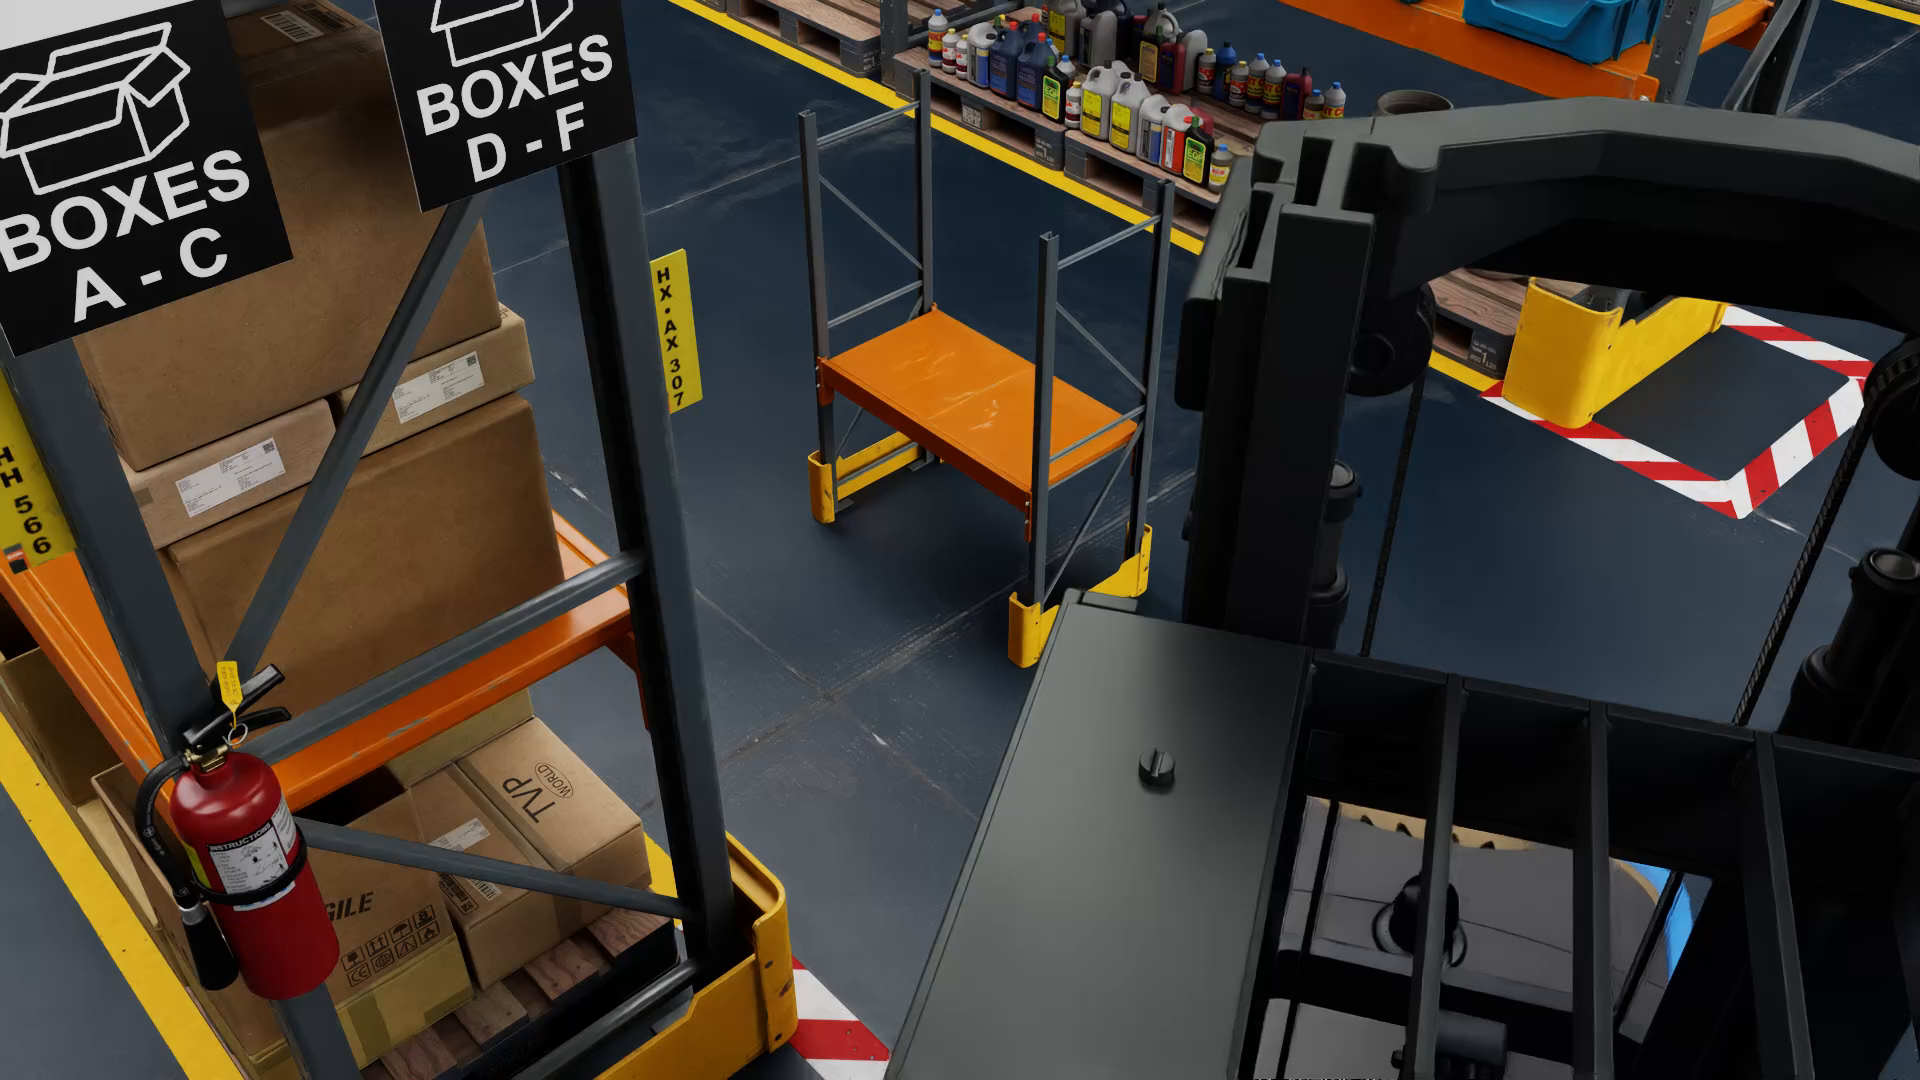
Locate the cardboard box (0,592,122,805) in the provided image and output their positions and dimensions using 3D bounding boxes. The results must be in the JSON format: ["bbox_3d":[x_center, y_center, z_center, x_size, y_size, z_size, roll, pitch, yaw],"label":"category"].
[{"bbox_3d":[-2.216,0.258,4.300,0.500,0.500,0.500,-30,48,-32],"label":"cardboard box"}]

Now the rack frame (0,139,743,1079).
[{"bbox_3d":[-0.947,0.222,3.088,1.000,3.000,0.127,-30,48,-32],"label":"rack frame"}]

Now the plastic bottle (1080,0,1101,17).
[{"bbox_3d":[0.646,-2.698,8.461,0.144,0.351,0.185,-31,48,-33],"label":"plastic bottle"}]

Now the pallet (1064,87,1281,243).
[{"bbox_3d":[1.251,-1.754,7.754,1.003,0.211,1.213,-30,48,-32],"label":"pallet"}]

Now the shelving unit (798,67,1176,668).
[{"bbox_3d":[0.052,-0.548,5.235,0.587,1.500,1.083,-30,48,-32],"label":"shelving unit"}]

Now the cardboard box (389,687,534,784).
[{"bbox_3d":[-1.486,0.263,4.294,0.500,0.500,0.500,-30,48,-32],"label":"cardboard box"}]

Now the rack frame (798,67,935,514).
[{"bbox_3d":[-0.286,-0.779,5.521,0.500,1.500,0.032,-30,48,-32],"label":"rack frame"}]

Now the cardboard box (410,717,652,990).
[{"bbox_3d":[-1.146,0.786,4.244,0.500,0.250,0.500,-30,48,-32],"label":"cardboard box"}]

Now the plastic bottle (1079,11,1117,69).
[{"bbox_3d":[0.684,-2.505,8.282,0.152,0.276,0.135,-30,48,-32],"label":"plastic bottle"}]

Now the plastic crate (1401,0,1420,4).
[{"bbox_3d":[1.710,-2.231,6.243,0.499,0.251,0.408,-30,48,-32],"label":"plastic crate"}]

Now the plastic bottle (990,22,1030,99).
[{"bbox_3d":[0.239,-2.323,7.997,0.144,0.351,0.185,-29,47,-31],"label":"plastic bottle"}]

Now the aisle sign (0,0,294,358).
[{"bbox_3d":[-1.119,-0.634,2.079,0.394,0.787,0.004,-30,48,-32],"label":"aisle sign"}]

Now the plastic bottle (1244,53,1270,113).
[{"bbox_3d":[1.408,-2.167,7.868,0.097,0.271,0.097,0,39,0],"label":"plastic bottle"}]

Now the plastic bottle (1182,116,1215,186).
[{"bbox_3d":[1.046,-1.706,7.286,0.061,0.283,0.133,-29,47,-31],"label":"plastic bottle"}]

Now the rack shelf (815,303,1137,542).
[{"bbox_3d":[0.058,-0.404,5.343,0.538,0.185,1.000,-30,48,-32],"label":"rack shelf"}]

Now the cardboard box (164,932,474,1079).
[{"bbox_3d":[-1.528,1.006,3.972,0.500,0.250,0.500,-30,48,-32],"label":"cardboard box"}]

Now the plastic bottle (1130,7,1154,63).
[{"bbox_3d":[0.917,-2.525,8.301,0.061,0.283,0.133,-27,46,-29],"label":"plastic bottle"}]

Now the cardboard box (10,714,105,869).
[{"bbox_3d":[-2.214,0.549,4.537,0.500,0.250,0.500,-30,48,-32],"label":"cardboard box"}]

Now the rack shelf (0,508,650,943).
[{"bbox_3d":[-2.300,-0.424,4.460,1.077,0.370,4.000,-30,48,-32],"label":"rack shelf"}]

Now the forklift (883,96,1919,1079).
[{"bbox_3d":[0.545,1.125,2.024,1.130,2.935,3.031,10,40,12],"label":"forklift"}]

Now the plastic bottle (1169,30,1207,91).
[{"bbox_3d":[1.102,-2.353,8.094,0.152,0.276,0.135,-29,47,-31],"label":"plastic bottle"}]

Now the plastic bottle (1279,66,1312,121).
[{"bbox_3d":[1.568,-2.080,7.749,0.061,0.283,0.133,-29,47,-31],"label":"plastic bottle"}]

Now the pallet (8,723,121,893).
[{"bbox_3d":[-2.316,0.406,5.079,1.003,0.211,1.213,-30,48,-32],"label":"pallet"}]

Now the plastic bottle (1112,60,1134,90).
[{"bbox_3d":[0.746,-2.085,7.761,0.152,0.276,0.135,-30,48,-32],"label":"plastic bottle"}]

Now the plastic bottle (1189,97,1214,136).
[{"bbox_3d":[1.067,-1.833,7.444,0.061,0.283,0.133,-30,48,-32],"label":"plastic bottle"}]

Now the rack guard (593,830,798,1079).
[{"bbox_3d":[-0.931,1.206,3.859,1.175,0.500,0.348,-30,48,-32],"label":"rack guard"}]

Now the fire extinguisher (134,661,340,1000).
[{"bbox_3d":[-1.209,0.504,2.800,0.296,0.674,0.183,-30,48,-32],"label":"fire extinguisher"}]

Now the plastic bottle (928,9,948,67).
[{"bbox_3d":[-0.109,-2.508,8.290,0.097,0.271,0.097,0,39,0],"label":"plastic bottle"}]

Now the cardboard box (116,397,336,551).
[{"bbox_3d":[-1.346,-0.165,2.971,0.380,0.149,0.250,-31,48,-32],"label":"cardboard box"}]

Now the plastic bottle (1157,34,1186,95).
[{"bbox_3d":[1.024,-2.311,8.035,0.061,0.283,0.133,-30,48,-32],"label":"plastic bottle"}]

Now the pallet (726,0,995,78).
[{"bbox_3d":[-0.561,-2.995,9.290,1.003,0.211,1.213,-30,48,-32],"label":"pallet"}]

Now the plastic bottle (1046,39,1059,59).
[{"bbox_3d":[0.426,-2.276,8.003,0.097,0.271,0.097,0,39,0],"label":"plastic bottle"}]

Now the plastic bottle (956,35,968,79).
[{"bbox_3d":[0.029,-2.387,8.195,0.097,0.201,0.097,0,39,0],"label":"plastic bottle"}]

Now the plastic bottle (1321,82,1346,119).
[{"bbox_3d":[1.707,-1.963,7.614,0.097,0.271,0.097,0,39,0],"label":"plastic bottle"}]

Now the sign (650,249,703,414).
[{"bbox_3d":[-0.534,-0.379,3.080,0.100,0.325,0.005,-30,48,-32],"label":"sign"}]

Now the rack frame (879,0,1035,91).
[{"bbox_3d":[-0.001,-3.732,7.984,1.000,3.000,0.127,-30,48,-32],"label":"rack frame"}]

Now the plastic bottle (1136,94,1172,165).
[{"bbox_3d":[0.895,-1.849,7.470,0.152,0.276,0.135,-31,48,-33],"label":"plastic bottle"}]

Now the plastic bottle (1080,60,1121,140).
[{"bbox_3d":[0.654,-2.039,7.646,0.144,0.351,0.185,-30,48,-32],"label":"plastic bottle"}]

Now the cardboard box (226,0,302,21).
[{"bbox_3d":[-1.649,-0.809,3.252,0.700,0.500,0.500,-31,48,-33],"label":"cardboard box"}]

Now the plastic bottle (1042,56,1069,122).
[{"bbox_3d":[0.447,-2.115,7.794,0.061,0.283,0.133,-28,47,-30],"label":"plastic bottle"}]

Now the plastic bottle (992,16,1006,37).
[{"bbox_3d":[0.208,-2.421,8.172,0.061,0.283,0.133,-30,48,-32],"label":"plastic bottle"}]

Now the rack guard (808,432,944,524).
[{"bbox_3d":[-0.285,-0.292,5.913,0.587,0.250,0.087,-30,48,-32],"label":"rack guard"}]

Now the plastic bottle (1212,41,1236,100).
[{"bbox_3d":[1.271,-2.261,7.984,0.097,0.271,0.097,0,39,0],"label":"plastic bottle"}]

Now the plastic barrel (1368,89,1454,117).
[{"bbox_3d":[1.863,-1.581,6.966,0.421,0.512,0.421,0,39,0],"label":"plastic barrel"}]
